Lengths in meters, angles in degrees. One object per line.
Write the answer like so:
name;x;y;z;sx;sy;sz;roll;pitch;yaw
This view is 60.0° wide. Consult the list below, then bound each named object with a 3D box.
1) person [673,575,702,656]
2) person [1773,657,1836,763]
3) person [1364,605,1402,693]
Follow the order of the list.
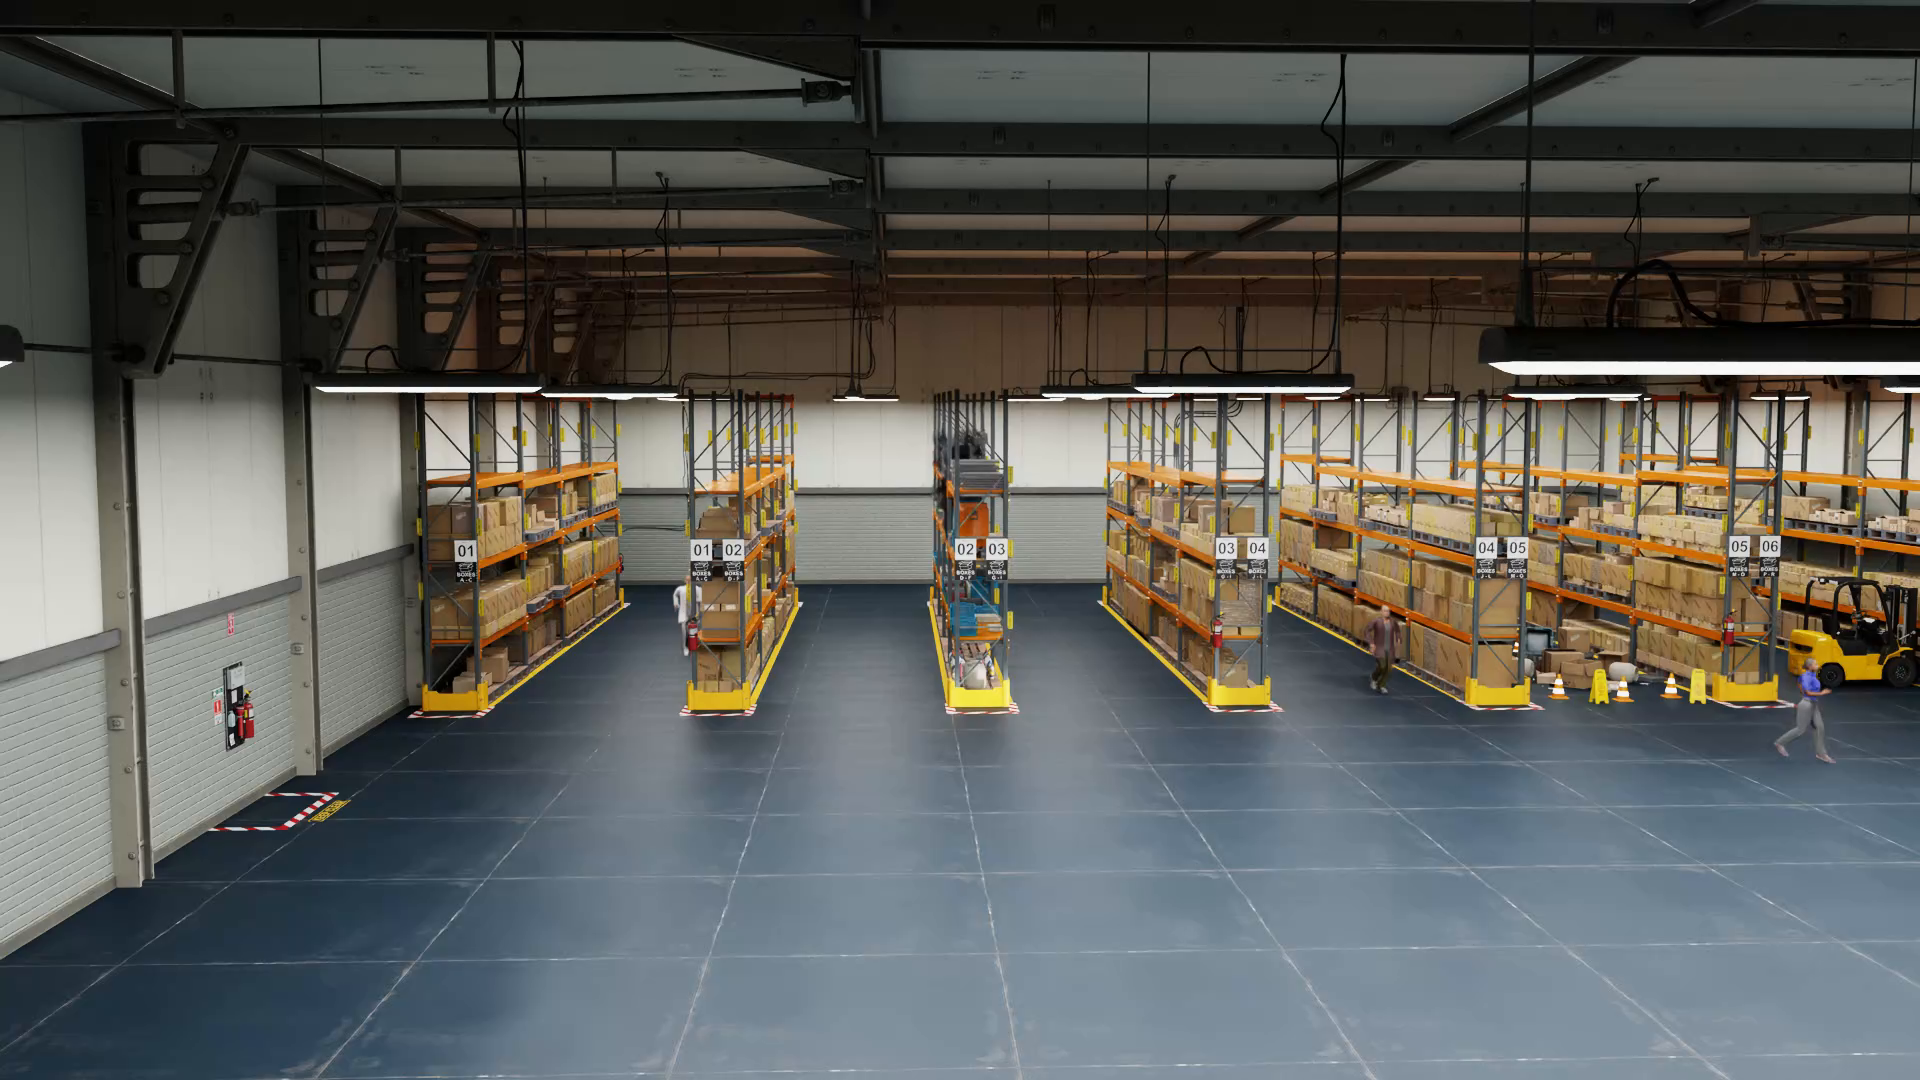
person;-6.215;1.698;38.110;0.695;1.781;1.045;-1;5;-10
person;13.554;2.710;26.634;0.900;1.650;0.604;4;6;38
person;8.424;2.165;32.958;0.722;1.746;0.628;-1;5;-11
